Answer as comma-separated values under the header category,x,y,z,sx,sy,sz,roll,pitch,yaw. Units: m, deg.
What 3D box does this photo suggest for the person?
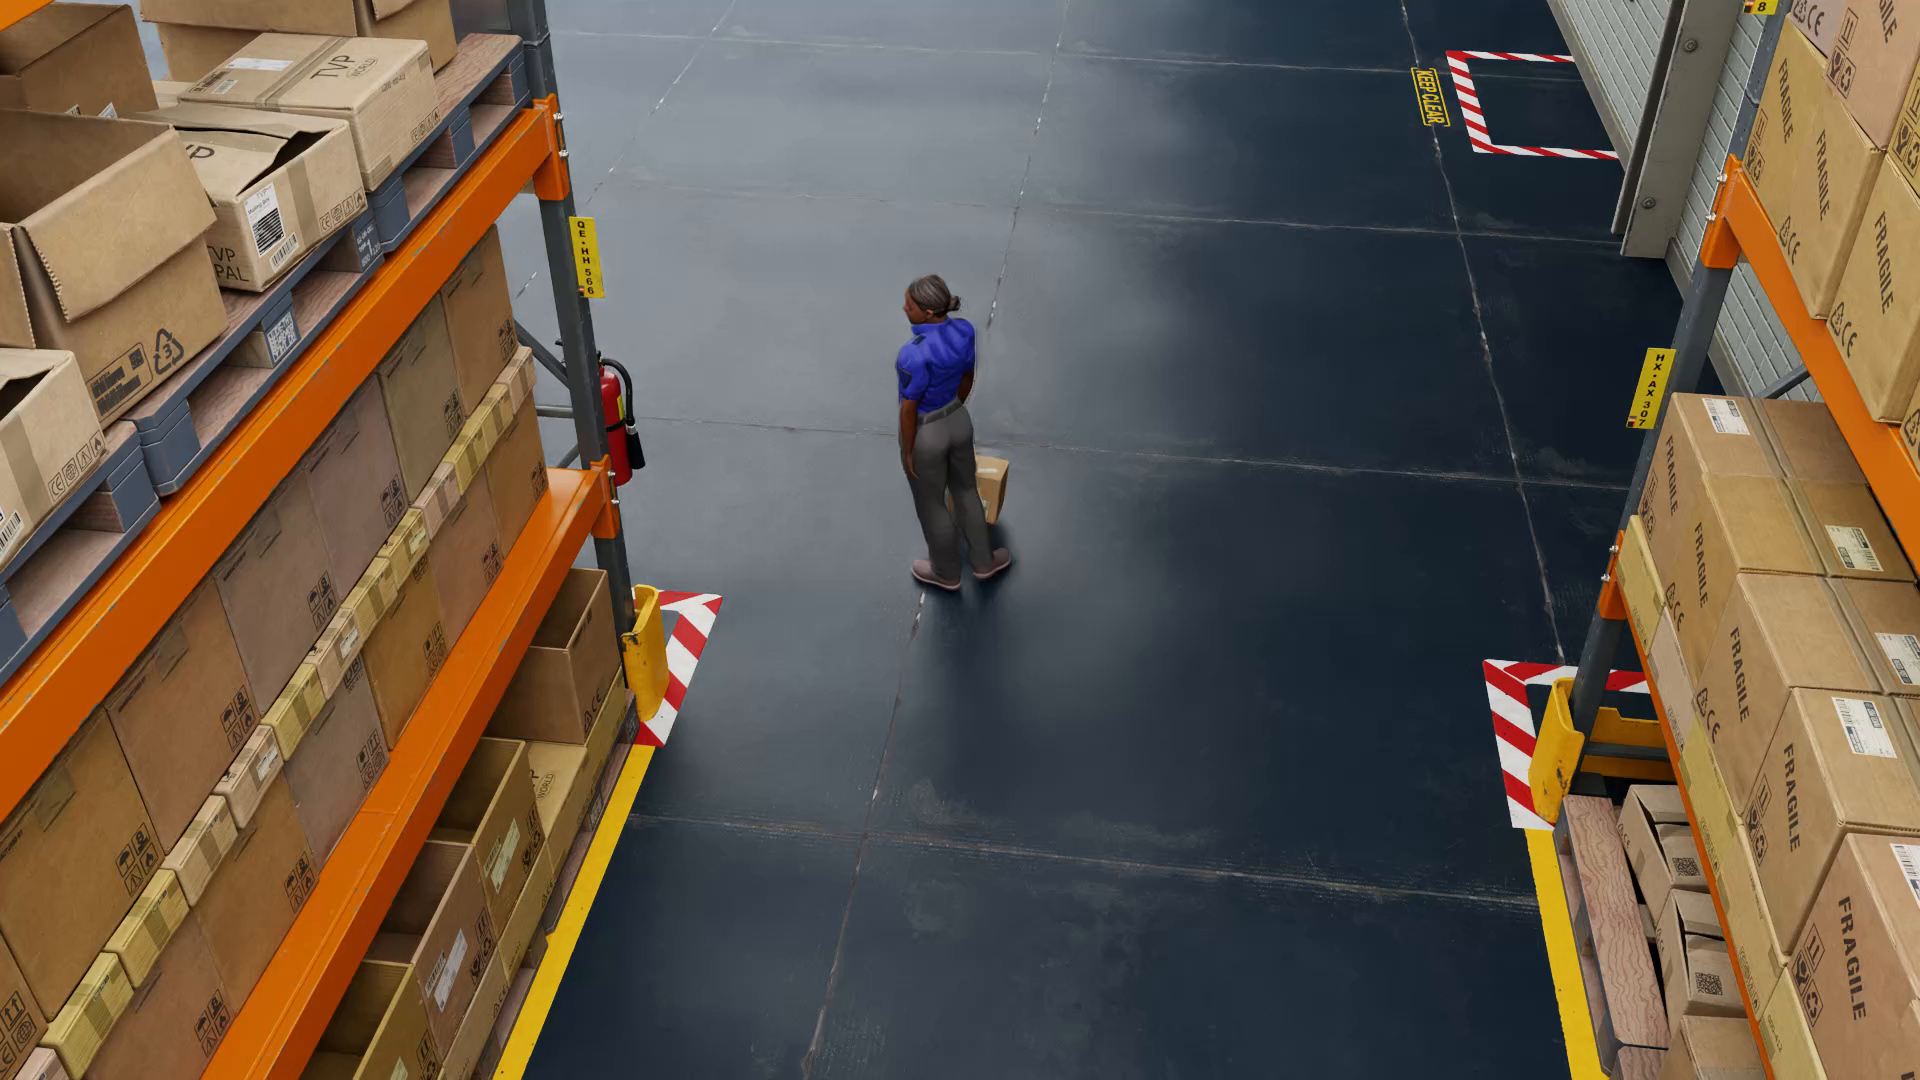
category,x,y,z,sx,sy,sz,roll,pitch,yaw
person,-0.047,-0.498,7.697,0.613,1.663,0.402,-30,46,-34
